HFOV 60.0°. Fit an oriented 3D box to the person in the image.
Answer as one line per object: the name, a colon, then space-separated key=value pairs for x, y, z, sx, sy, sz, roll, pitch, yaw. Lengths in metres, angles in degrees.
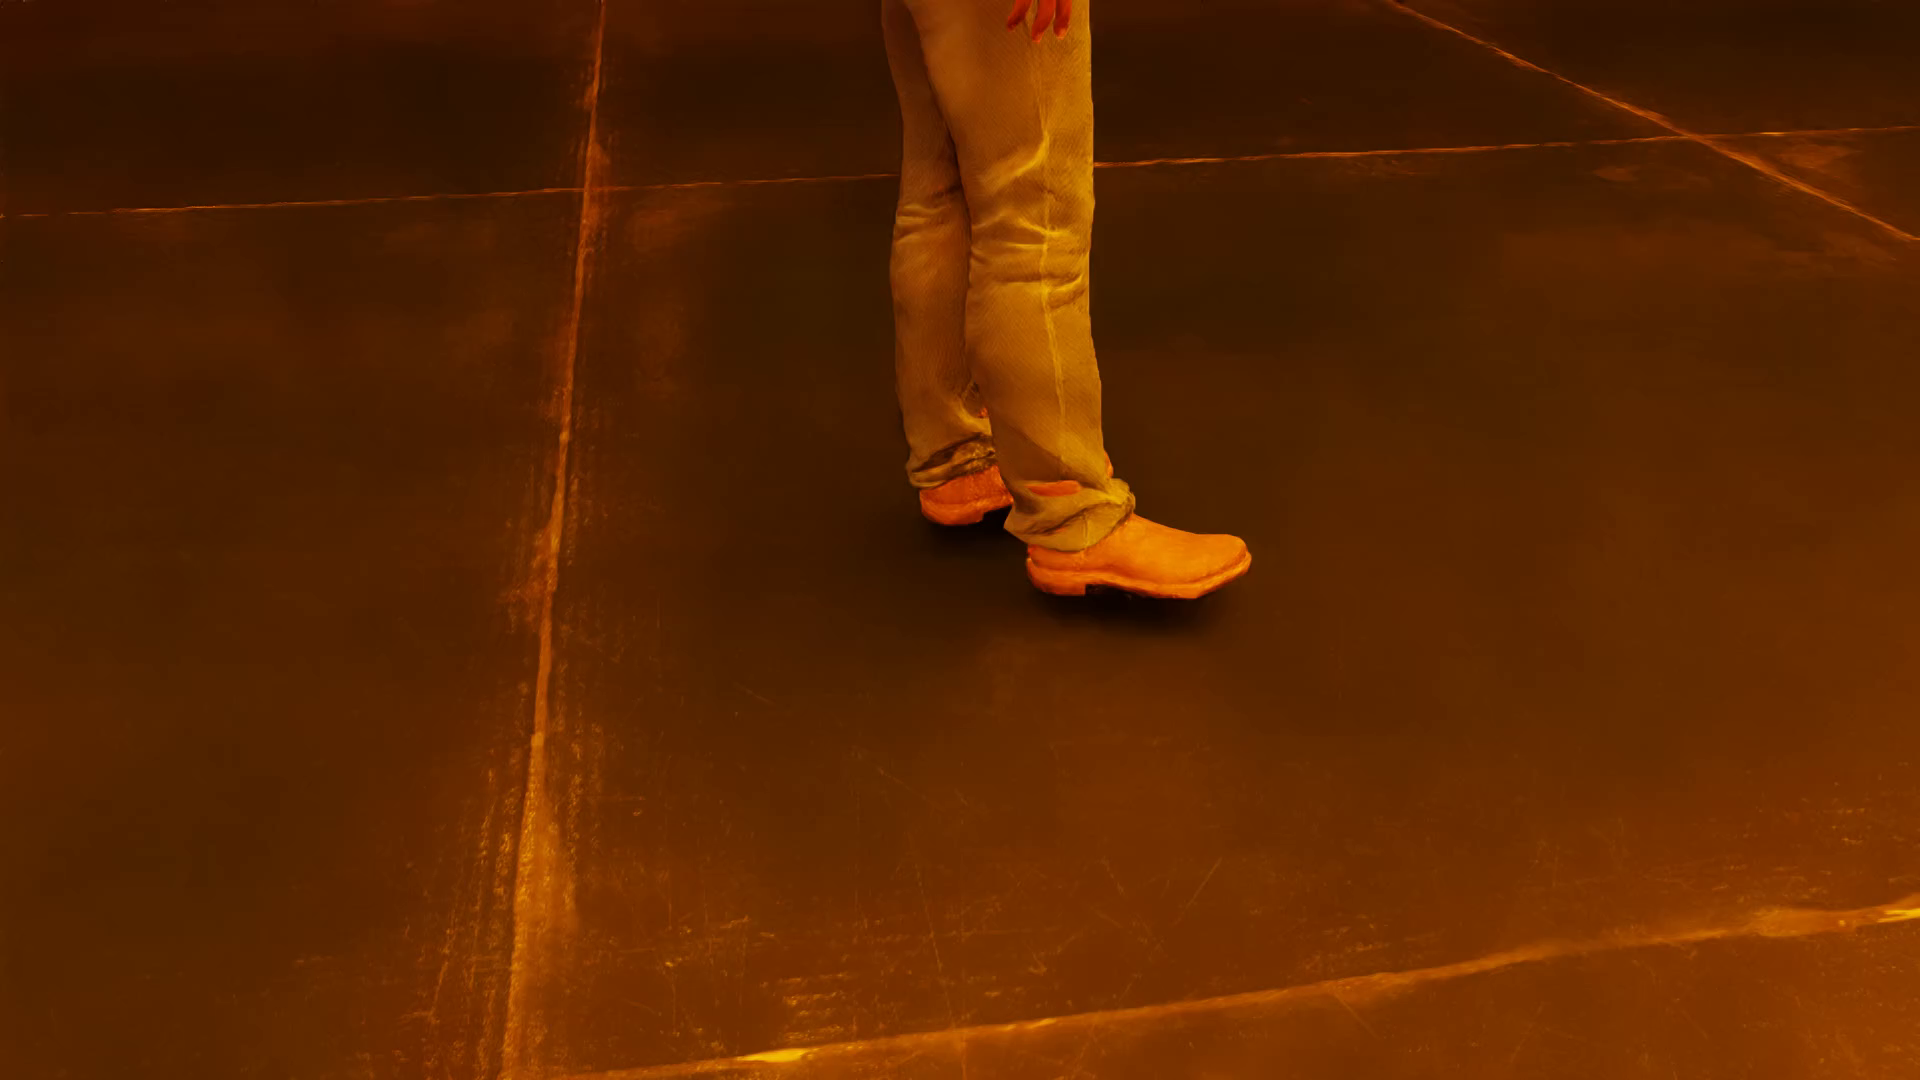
person: x=0.070 y=-0.822 z=2.071 sx=0.575 sy=1.760 sz=0.665 roll=-5 pitch=28 yaw=-9
